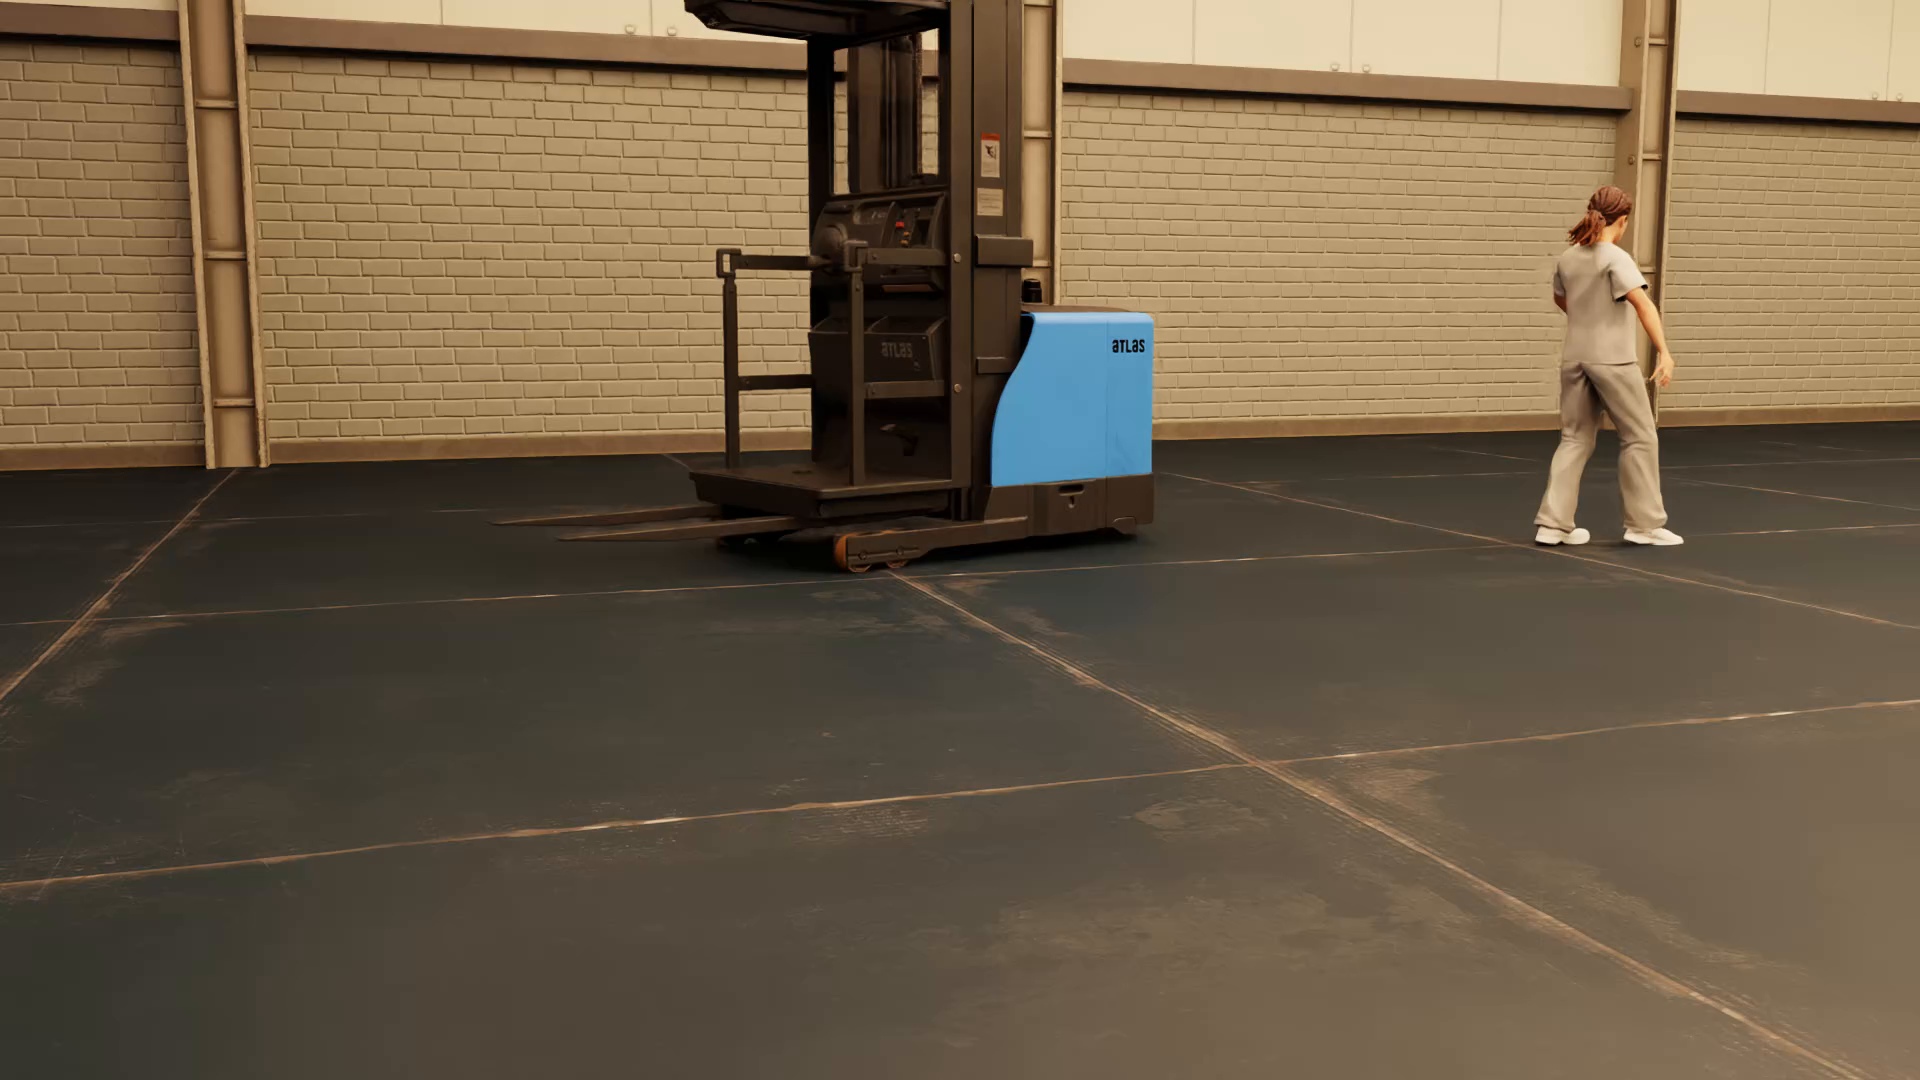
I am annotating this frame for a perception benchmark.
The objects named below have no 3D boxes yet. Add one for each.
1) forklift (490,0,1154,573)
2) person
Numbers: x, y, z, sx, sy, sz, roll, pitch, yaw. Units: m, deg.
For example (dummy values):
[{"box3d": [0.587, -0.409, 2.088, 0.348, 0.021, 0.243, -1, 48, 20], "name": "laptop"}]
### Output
[{"box3d": [-0.532, -1.395, 7.301, 3.031, 2.935, 1.130, -6, 10, -38], "name": "forklift"}, {"box3d": [3.044, -0.787, 7.674, 0.707, 1.665, 0.881, -4, 9, -24], "name": "person"}]
